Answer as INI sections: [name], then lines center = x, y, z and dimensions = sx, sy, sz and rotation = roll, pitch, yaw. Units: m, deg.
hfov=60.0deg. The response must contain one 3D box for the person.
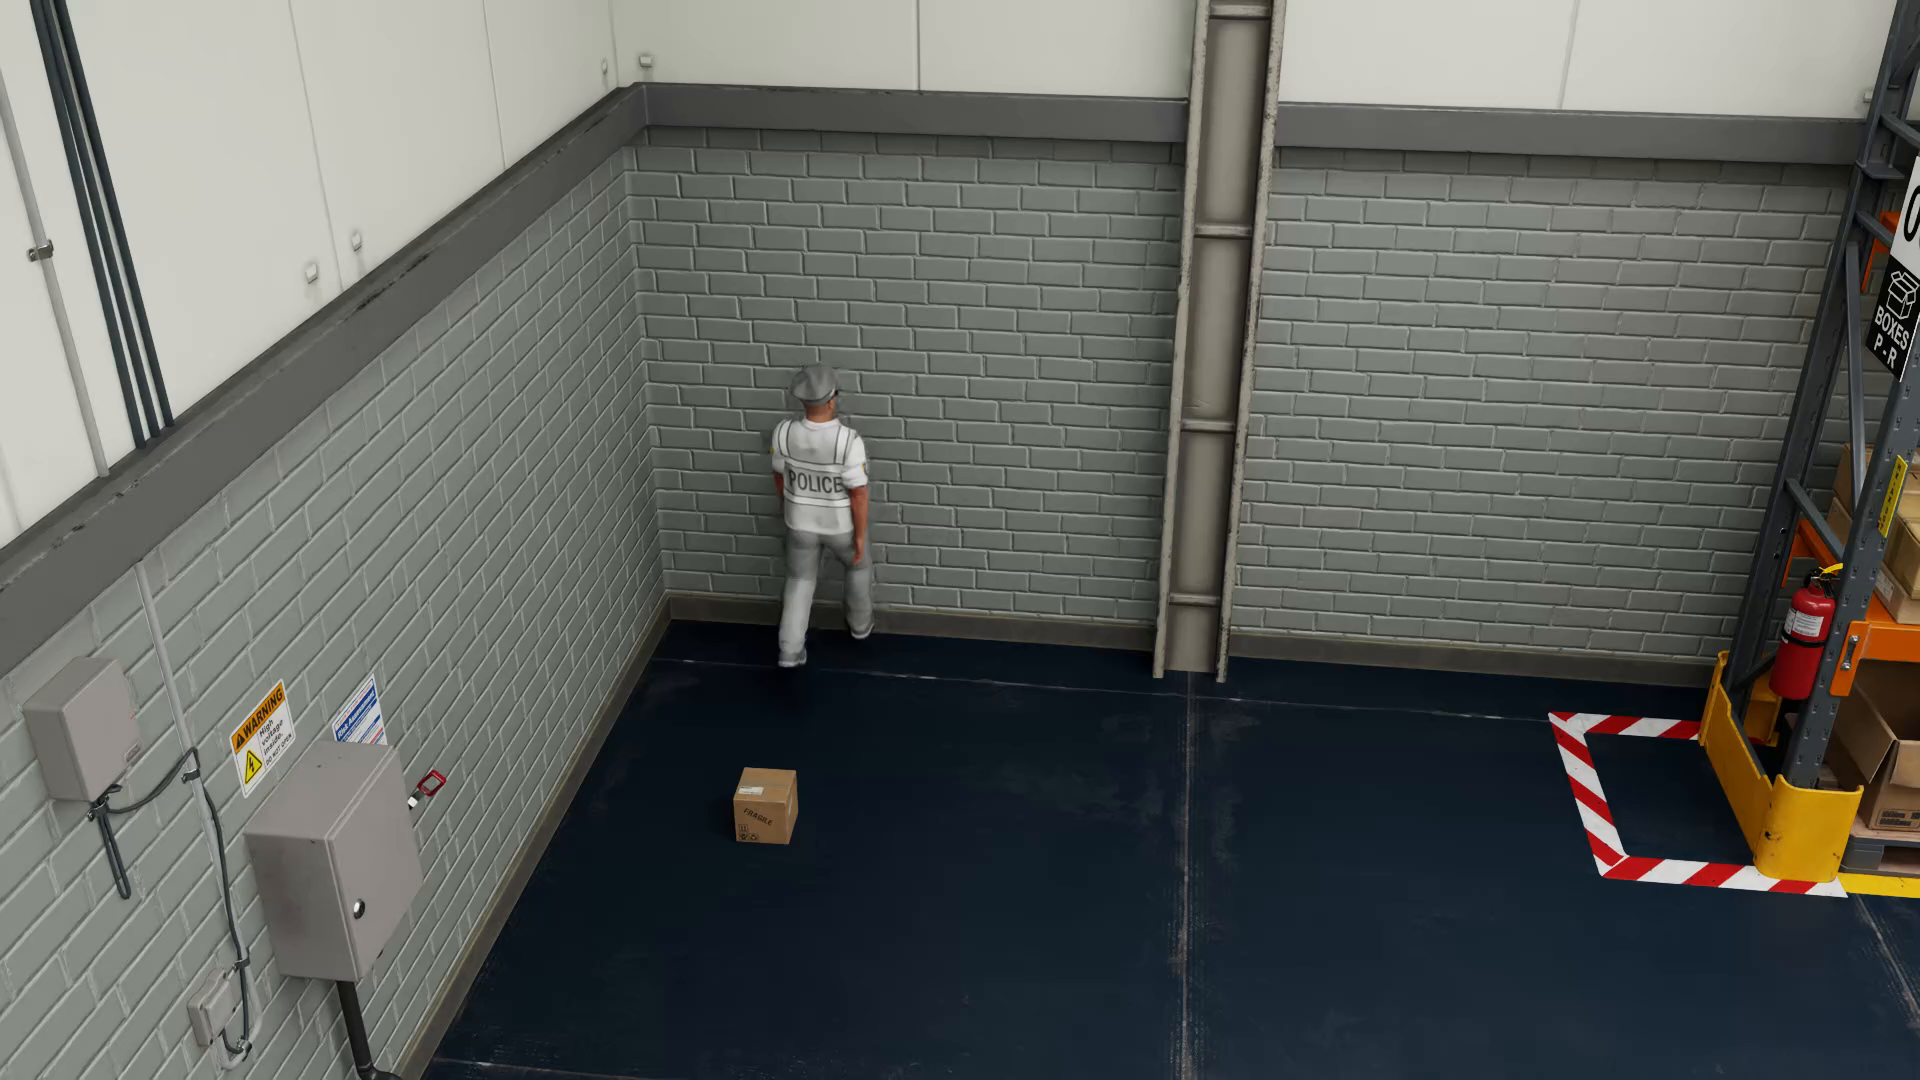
[person]
center = -0.713, -0.150, 8.854
dimensions = 0.533, 1.730, 0.908
rotation = 4, 29, 8
